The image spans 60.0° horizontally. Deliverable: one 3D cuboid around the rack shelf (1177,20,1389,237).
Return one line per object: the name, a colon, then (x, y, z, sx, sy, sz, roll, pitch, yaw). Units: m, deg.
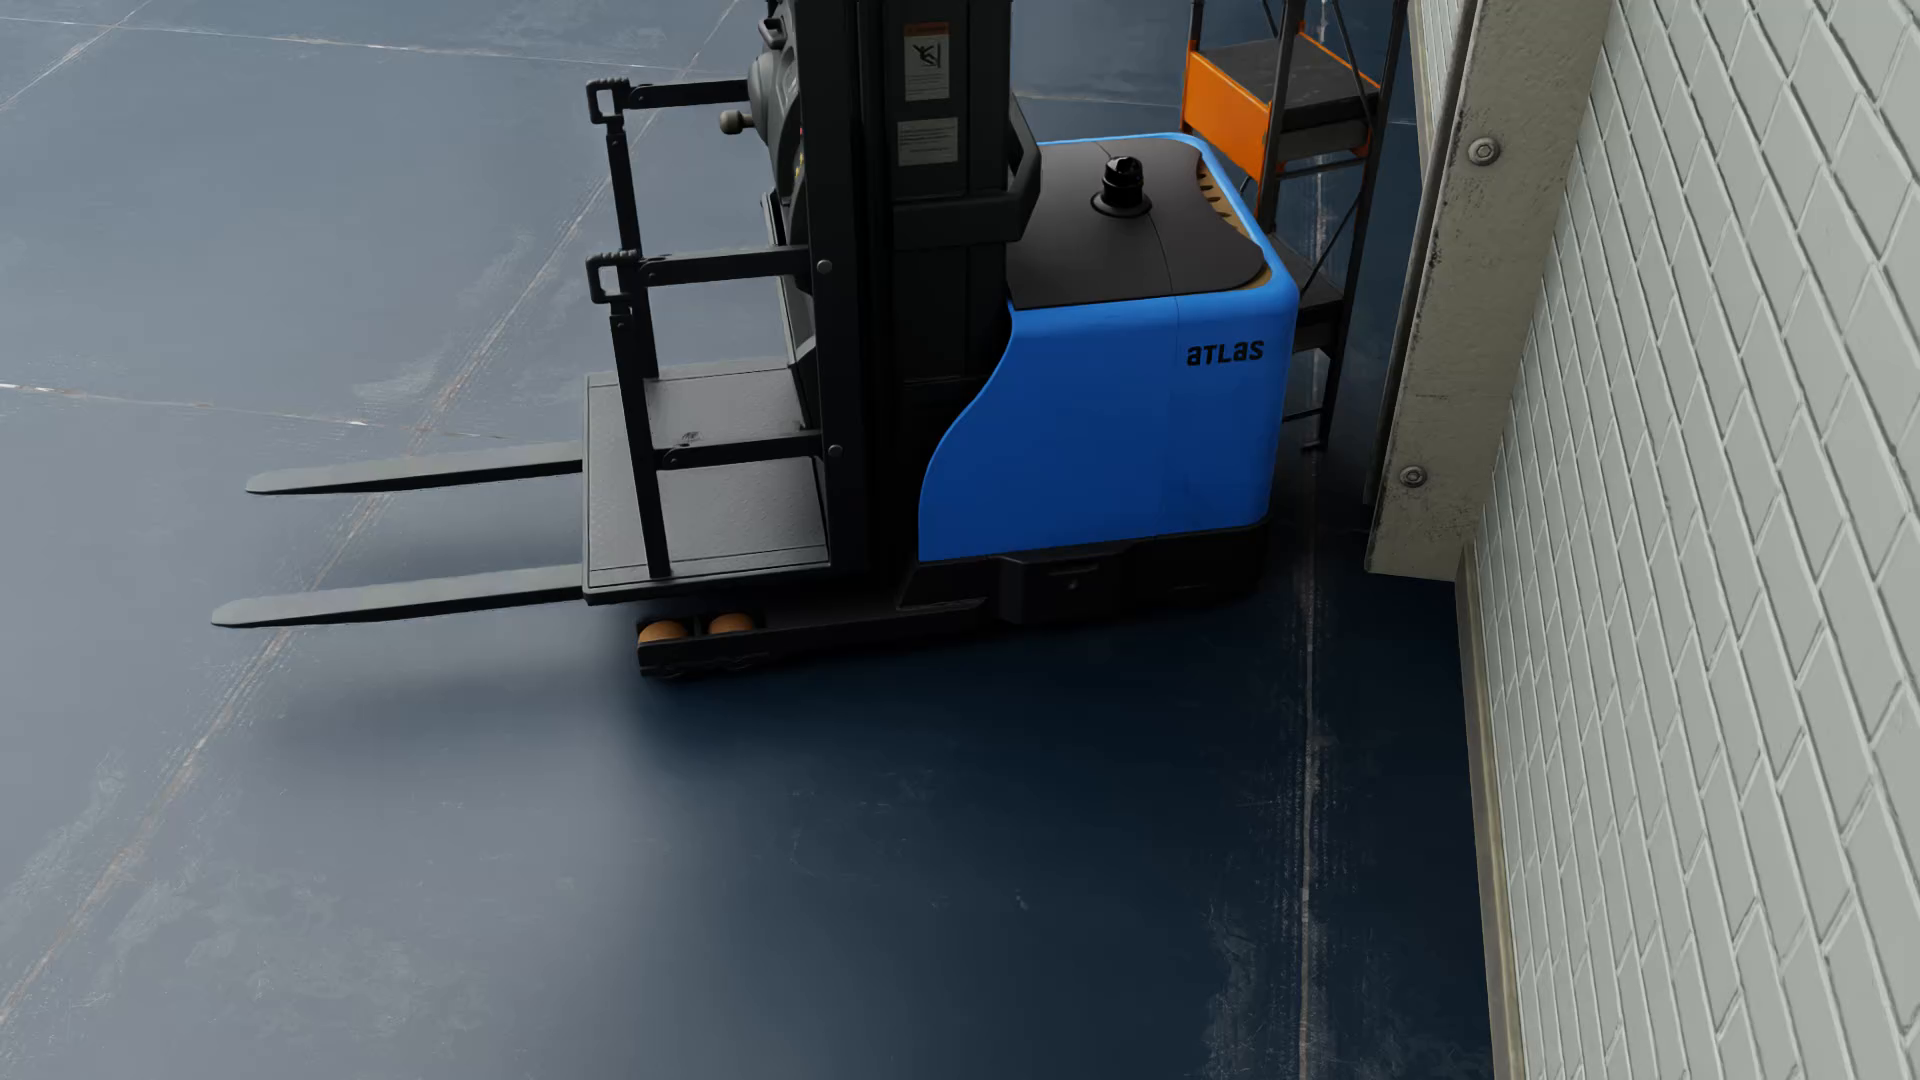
rack shelf: (0.974, -1.228, 5.106, 0.431, 0.518, 0.480, -15, 42, -18)

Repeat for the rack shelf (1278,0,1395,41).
rack shelf: (0.980, -1.769, 4.661, 0.431, 0.518, 0.480, -15, 42, -18)

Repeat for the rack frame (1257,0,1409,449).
rack frame: (1.070, -1.095, 4.924, 0.400, 2.100, 0.015, -15, 42, -18)

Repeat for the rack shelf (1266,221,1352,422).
rack shelf: (0.969, -0.687, 5.550, 0.431, 0.518, 0.480, -15, 42, -18)

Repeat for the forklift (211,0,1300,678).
forklift: (-0.647, -1.099, 4.279, 3.031, 2.935, 1.130, -6, 40, -8)

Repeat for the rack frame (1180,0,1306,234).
rack frame: (0.879, -1.382, 5.270, 0.400, 2.100, 0.015, -15, 42, -18)

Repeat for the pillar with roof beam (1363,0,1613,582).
pillar with roof beam: (-2.805, -3.953, 2.969, 9.100, 9.000, 0.400, 6, 40, 8)

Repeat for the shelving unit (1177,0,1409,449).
shelving unit: (0.975, -1.238, 5.097, 0.431, 2.100, 0.503, -15, 42, -18)
